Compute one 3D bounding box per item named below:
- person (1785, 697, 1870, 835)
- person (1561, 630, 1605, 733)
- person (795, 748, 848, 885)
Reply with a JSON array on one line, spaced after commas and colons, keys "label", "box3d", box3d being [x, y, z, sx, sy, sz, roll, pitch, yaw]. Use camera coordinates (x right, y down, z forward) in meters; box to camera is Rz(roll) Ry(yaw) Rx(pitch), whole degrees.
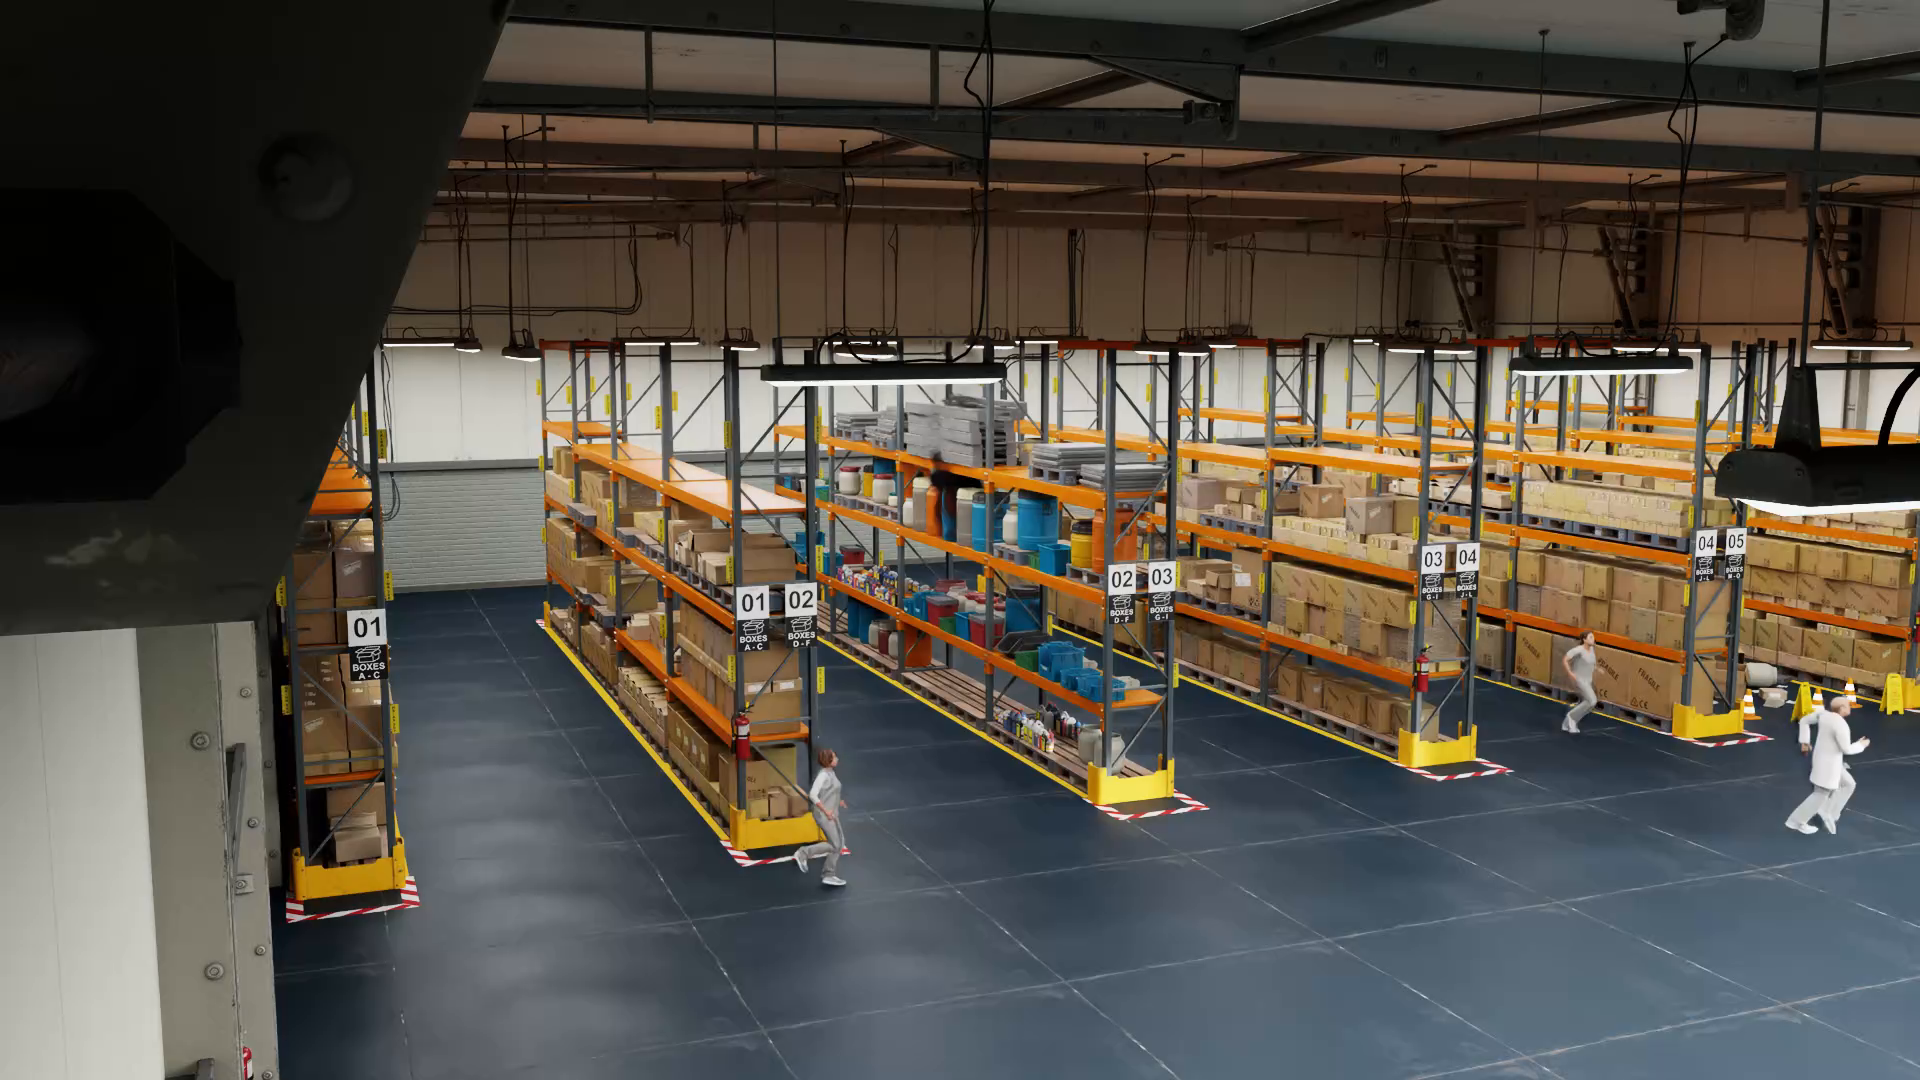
[{"label": "person", "box3d": [10.717, 2.791, 20.536, 0.884, 1.767, 0.752, 1, 7, 8]}, {"label": "person", "box3d": [9.616, 2.225, 25.646, 0.564, 1.554, 0.613, -6, 10, -39]}, {"label": "person", "box3d": [-1.569, 3.132, 18.899, 0.587, 1.550, 0.555, 1, 7, 7]}]
